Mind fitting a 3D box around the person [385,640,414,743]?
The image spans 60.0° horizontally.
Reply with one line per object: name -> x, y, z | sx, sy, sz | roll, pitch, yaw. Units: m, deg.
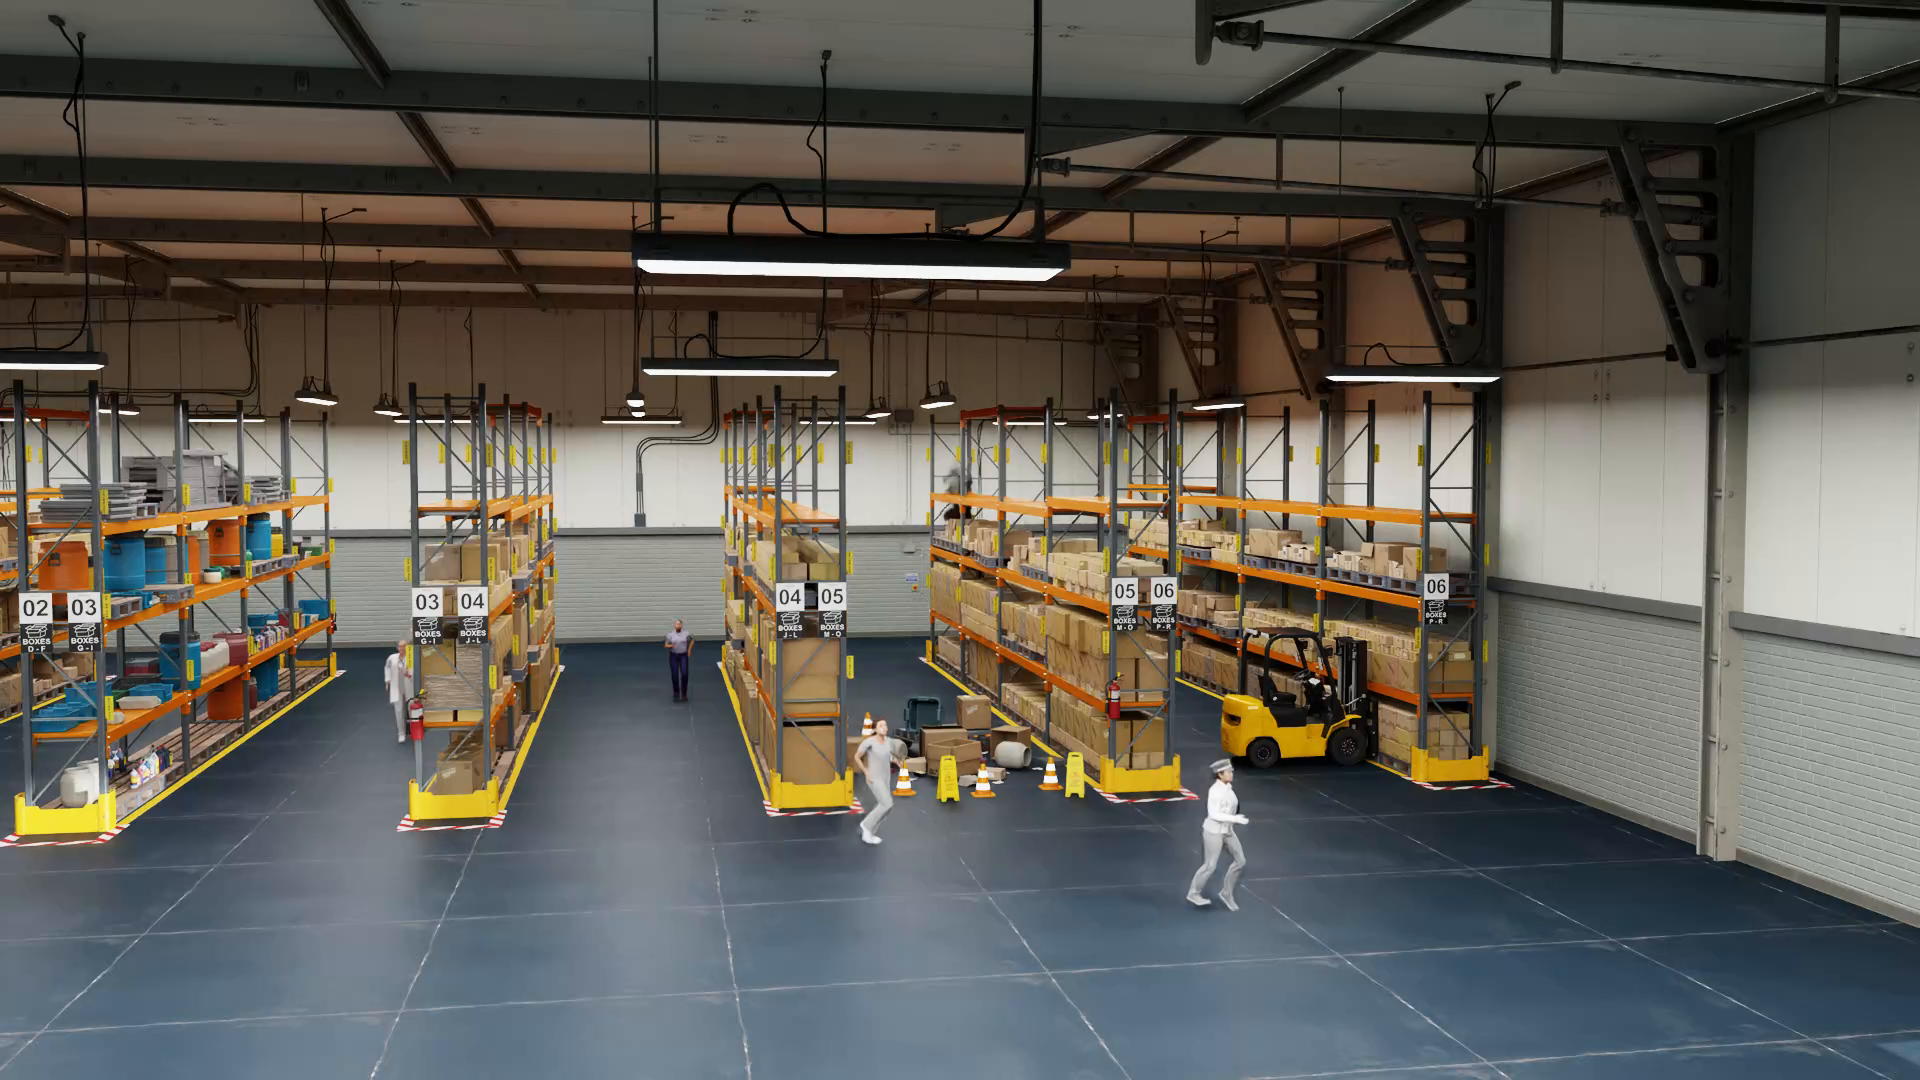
person -> -9.756, 2.628, 29.187 | 0.709, 1.756, 0.955 | 0, 3, -9

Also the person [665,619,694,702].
person -> -5.742, 2.469, 34.007 | 0.582, 1.695, 0.680 | 0, 3, -9

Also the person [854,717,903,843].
person -> -1.007, 3.098, 21.373 | 0.592, 1.624, 0.548 | 2, 4, 41

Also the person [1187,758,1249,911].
person -> 2.854, 3.244, 18.275 | 0.737, 1.727, 0.562 | 2, 4, 35
